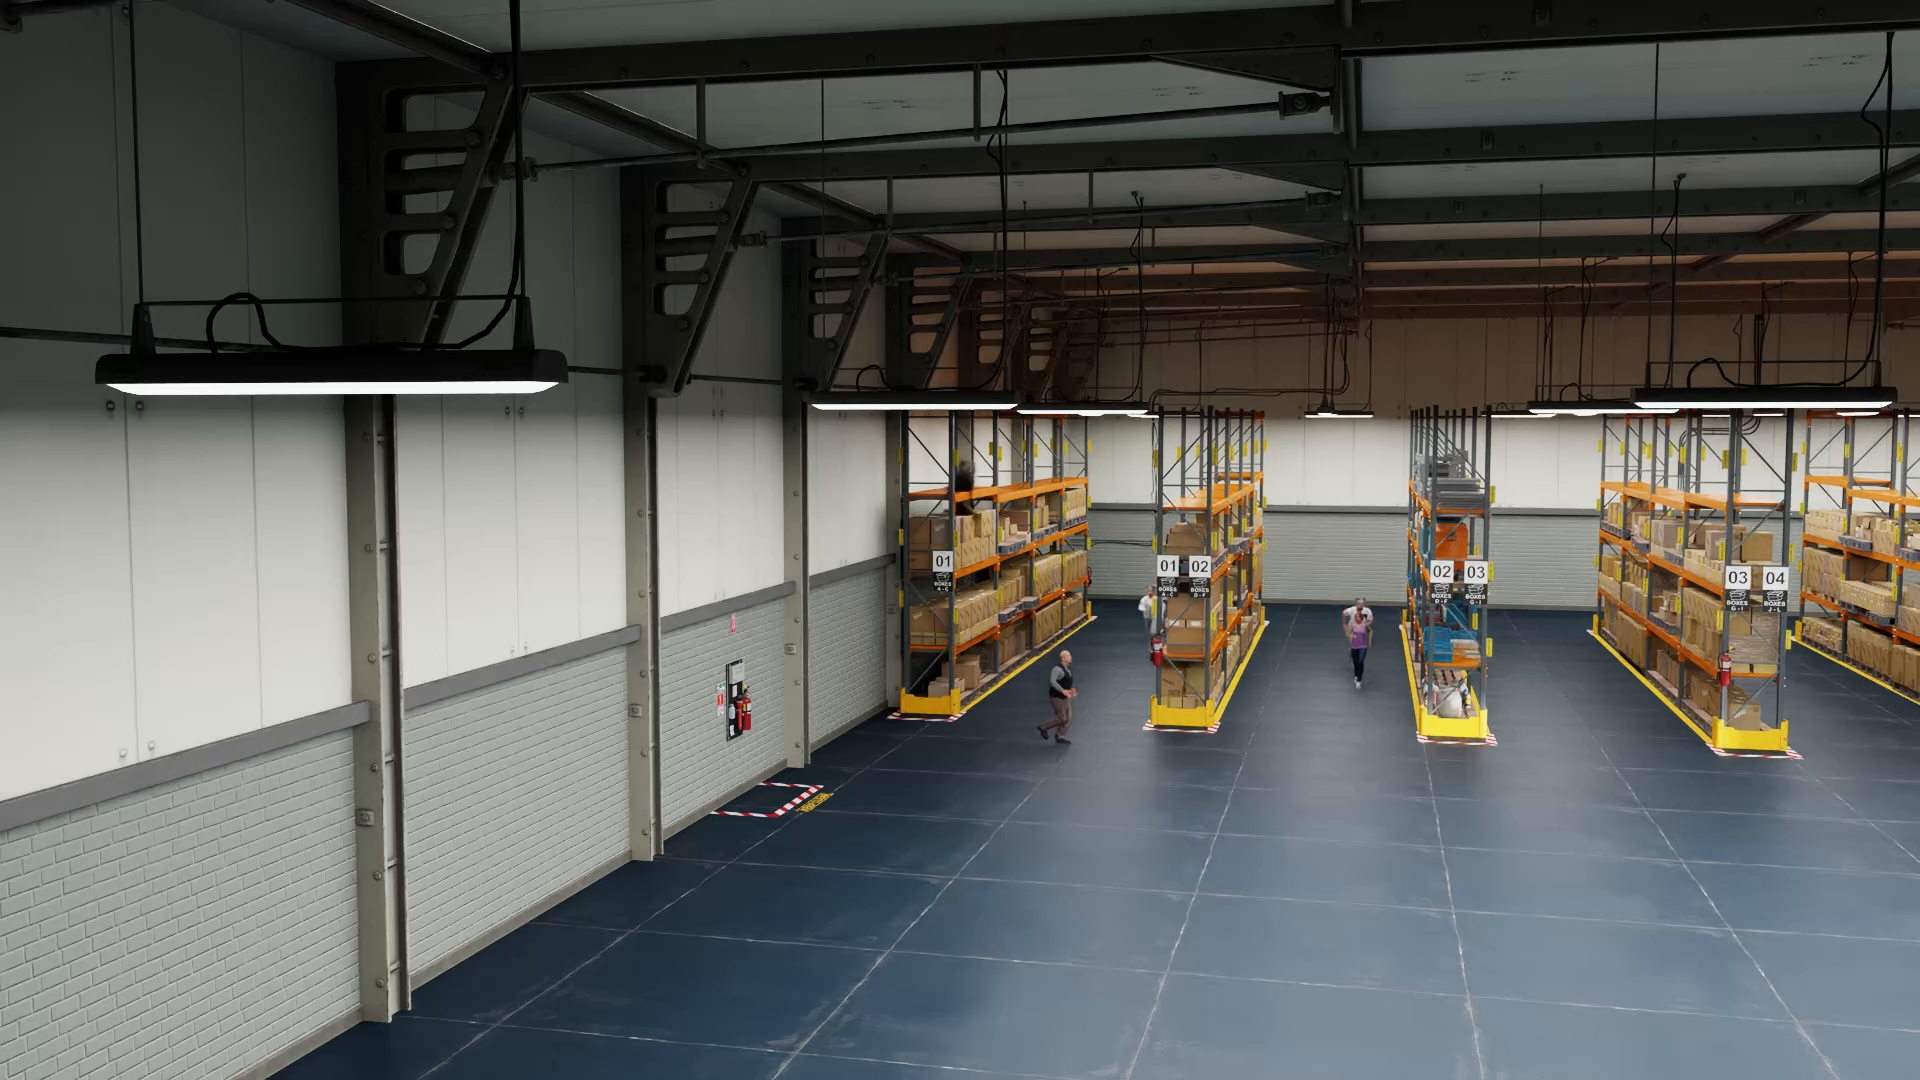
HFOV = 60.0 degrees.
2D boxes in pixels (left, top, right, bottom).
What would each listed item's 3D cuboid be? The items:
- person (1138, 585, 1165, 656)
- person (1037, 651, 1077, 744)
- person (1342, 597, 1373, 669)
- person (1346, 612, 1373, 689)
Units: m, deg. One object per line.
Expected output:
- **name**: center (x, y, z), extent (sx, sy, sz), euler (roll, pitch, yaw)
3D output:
- **person**: center (4.676, 1.960, 40.692), extent (0.580, 1.745, 0.831), euler (1, 4, 20)
- **person**: center (1.726, 2.783, 29.526), extent (0.677, 1.670, 0.660), euler (2, 5, 28)
- **person**: center (9.150, 2.142, 38.200), extent (0.638, 1.698, 0.737), euler (0, 4, -3)
- **person**: center (8.577, 2.340, 35.757), extent (0.531, 1.626, 0.823), euler (2, 4, 20)
